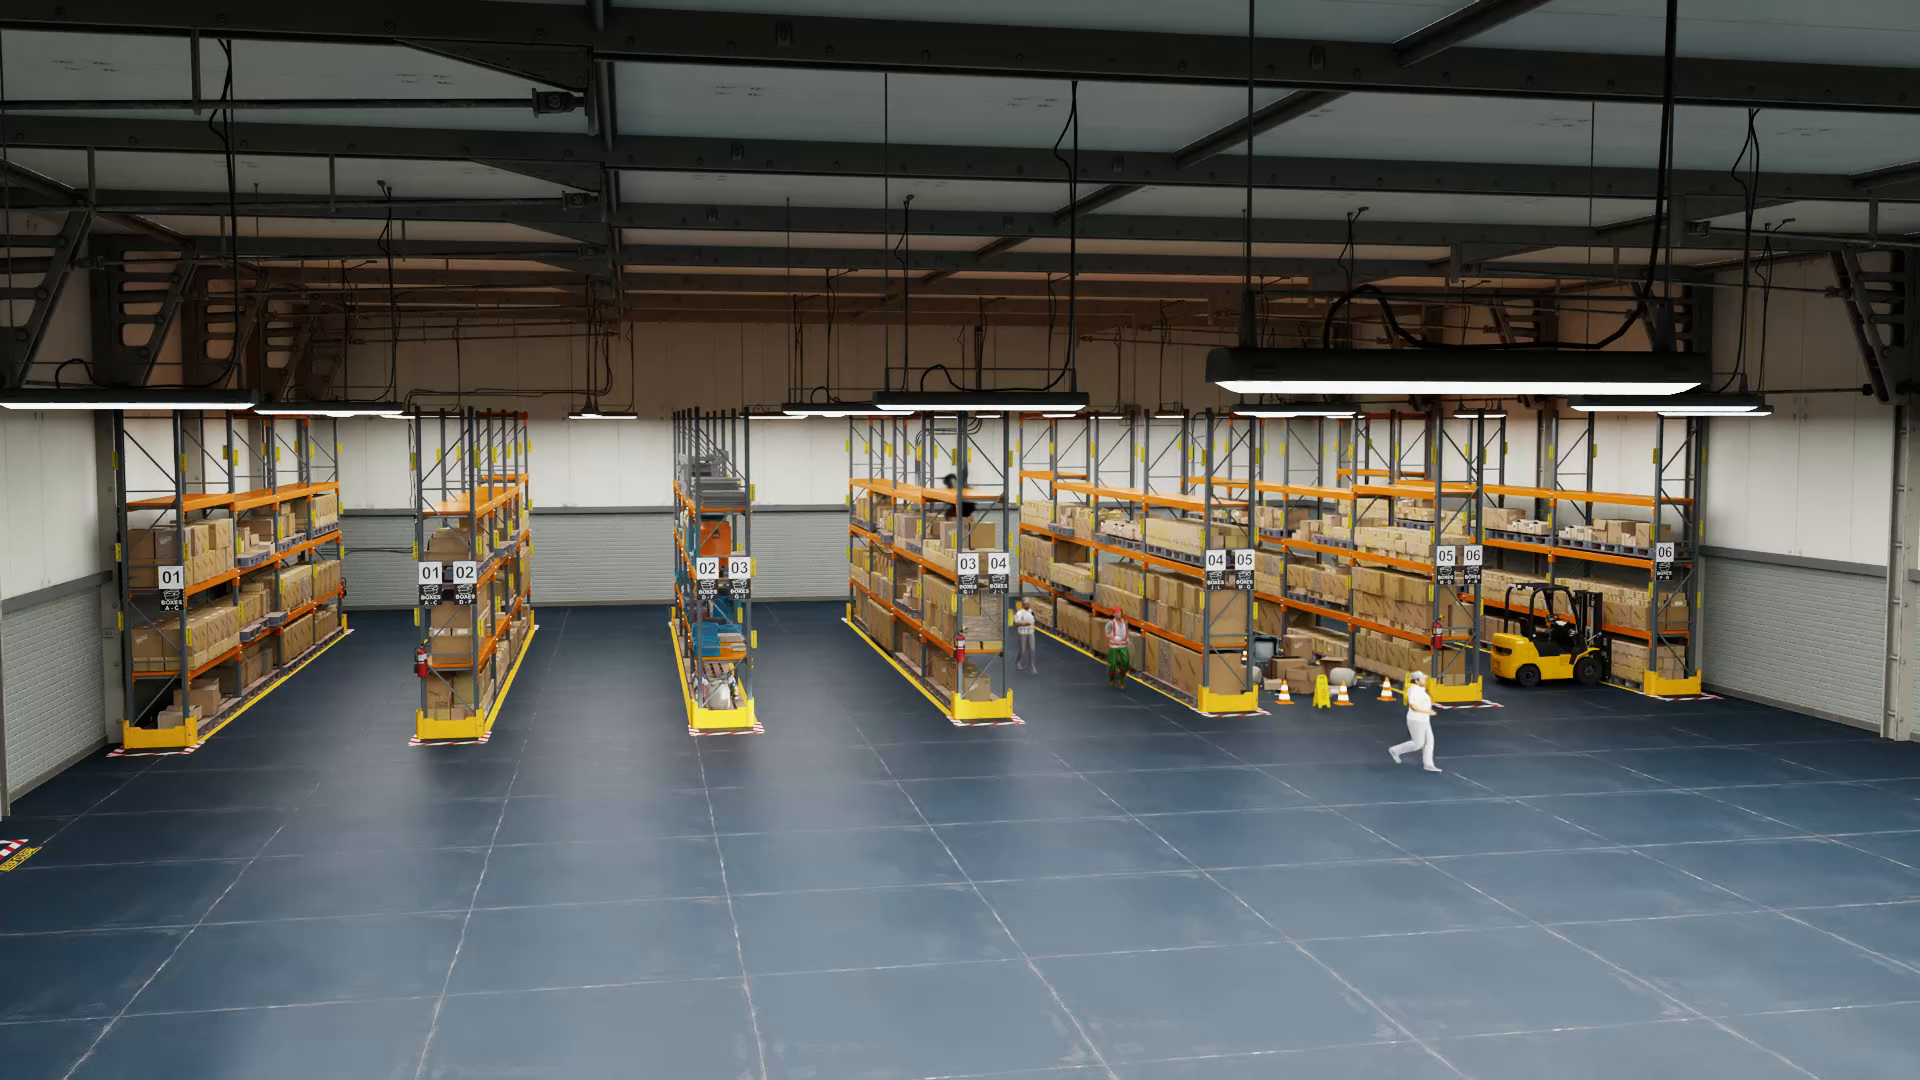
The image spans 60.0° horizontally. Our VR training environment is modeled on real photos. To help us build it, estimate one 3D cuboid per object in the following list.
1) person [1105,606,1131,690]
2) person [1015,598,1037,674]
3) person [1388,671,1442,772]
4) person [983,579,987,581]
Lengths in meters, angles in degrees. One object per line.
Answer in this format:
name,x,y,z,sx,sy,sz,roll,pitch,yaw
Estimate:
person,3.401,2.311,35.466,0.643,1.796,0.720,-1,4,-15
person,1.509,2.152,37.946,0.577,1.699,0.876,-2,4,-23
person,7.471,2.968,27.228,0.849,1.658,0.607,2,4,22
person,0.431,1.432,48.436,0.700,1.703,0.545,2,5,30
